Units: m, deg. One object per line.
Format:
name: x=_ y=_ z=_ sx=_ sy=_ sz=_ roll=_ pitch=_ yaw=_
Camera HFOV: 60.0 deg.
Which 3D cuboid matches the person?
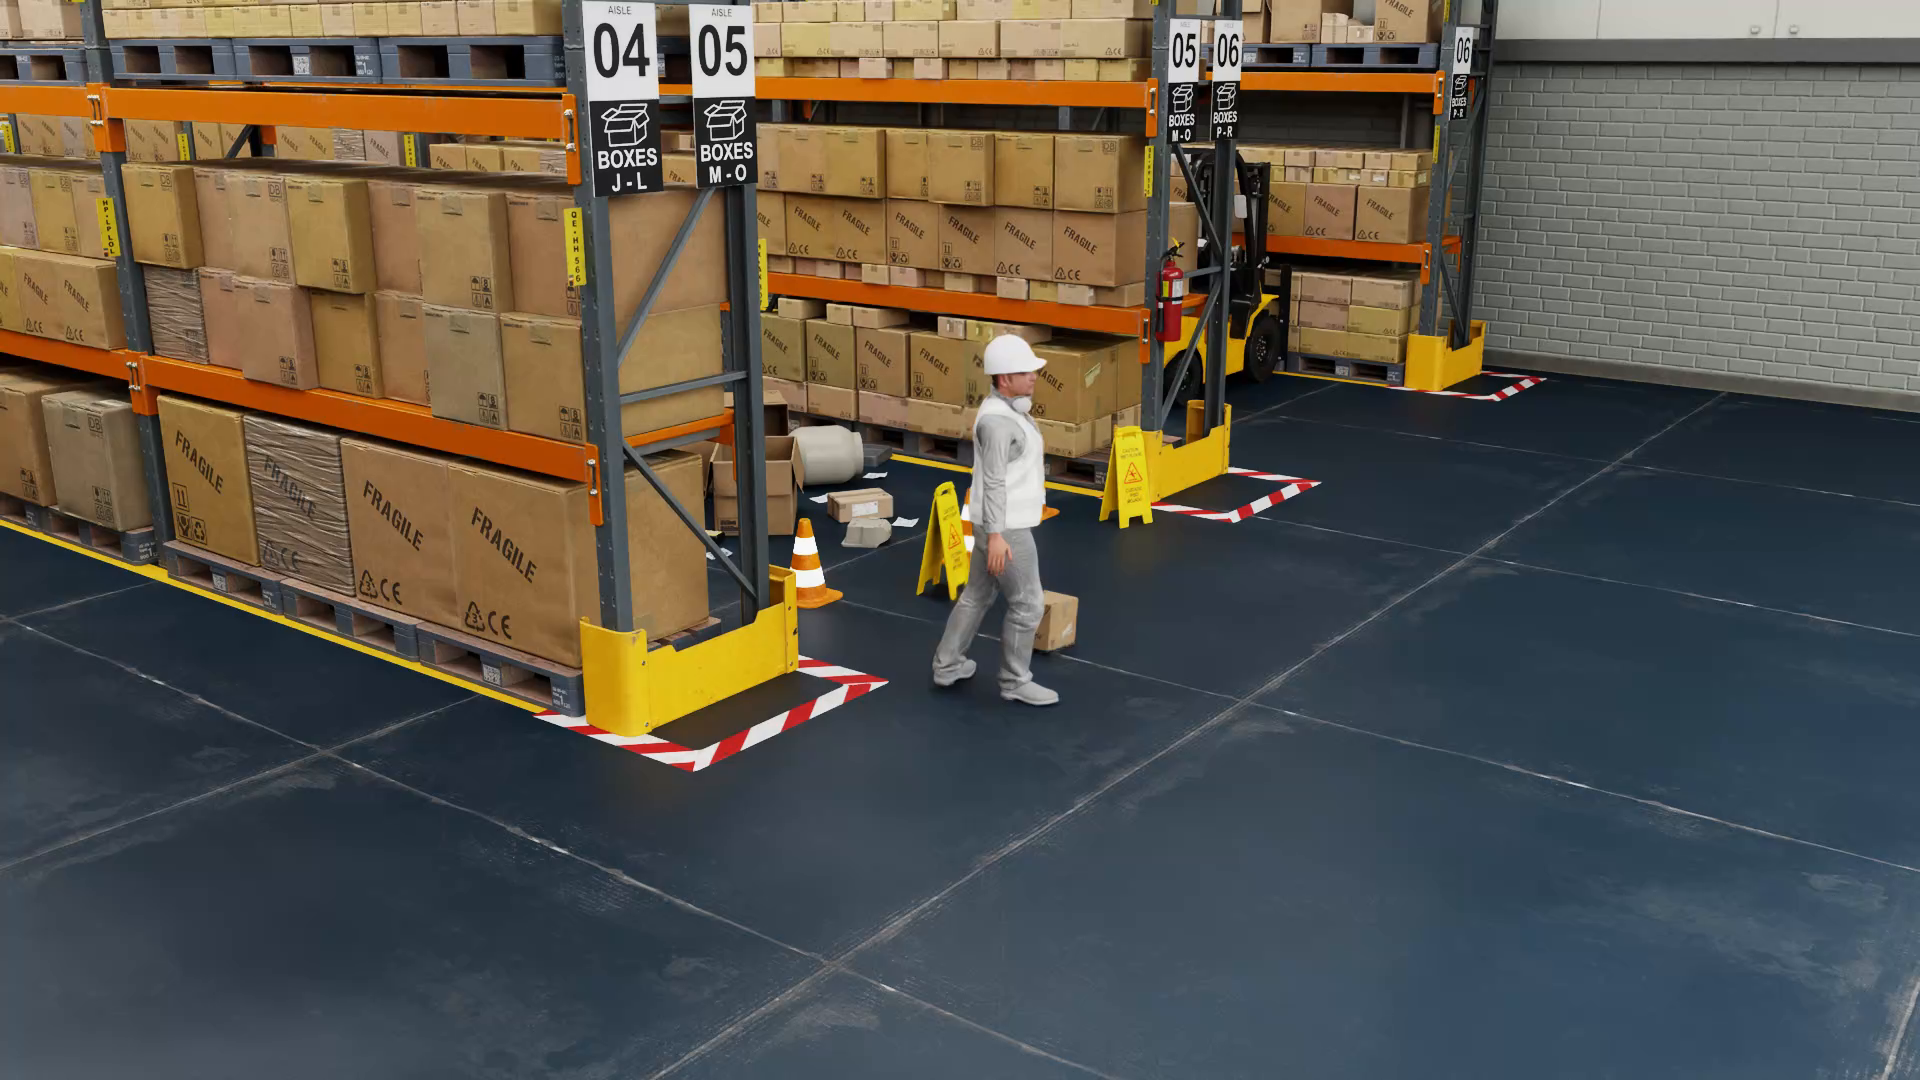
person: x=0.170 y=-0.094 z=7.819 sx=0.608 sy=1.764 sz=0.592 roll=0 pitch=16 yaw=0
